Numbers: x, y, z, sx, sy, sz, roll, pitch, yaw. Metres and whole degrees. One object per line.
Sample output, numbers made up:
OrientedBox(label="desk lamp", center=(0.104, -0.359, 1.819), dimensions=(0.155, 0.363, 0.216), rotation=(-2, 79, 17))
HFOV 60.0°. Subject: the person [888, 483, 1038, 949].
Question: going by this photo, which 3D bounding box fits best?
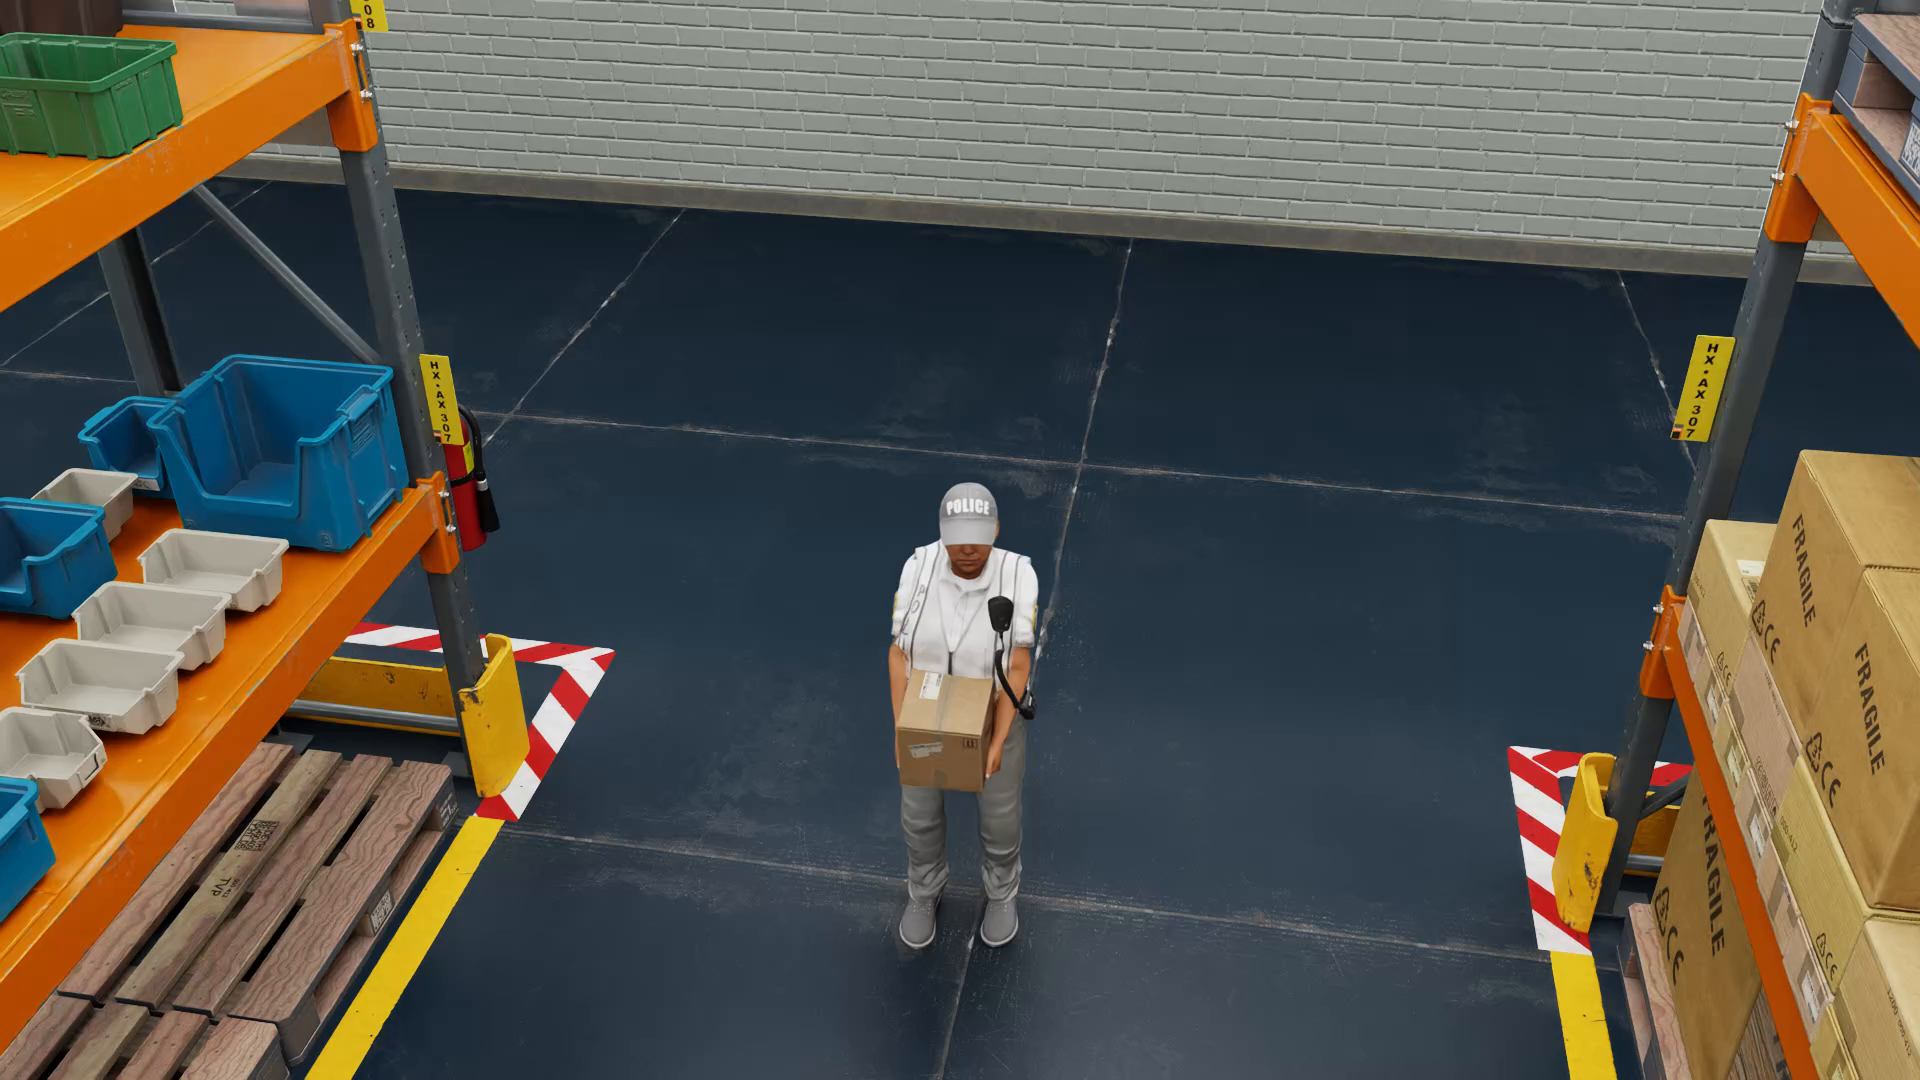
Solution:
OrientedBox(label="person", center=(0.003, 0.596, 5.213), dimensions=(0.452, 1.662, 0.539), rotation=(5, 33, 8))
